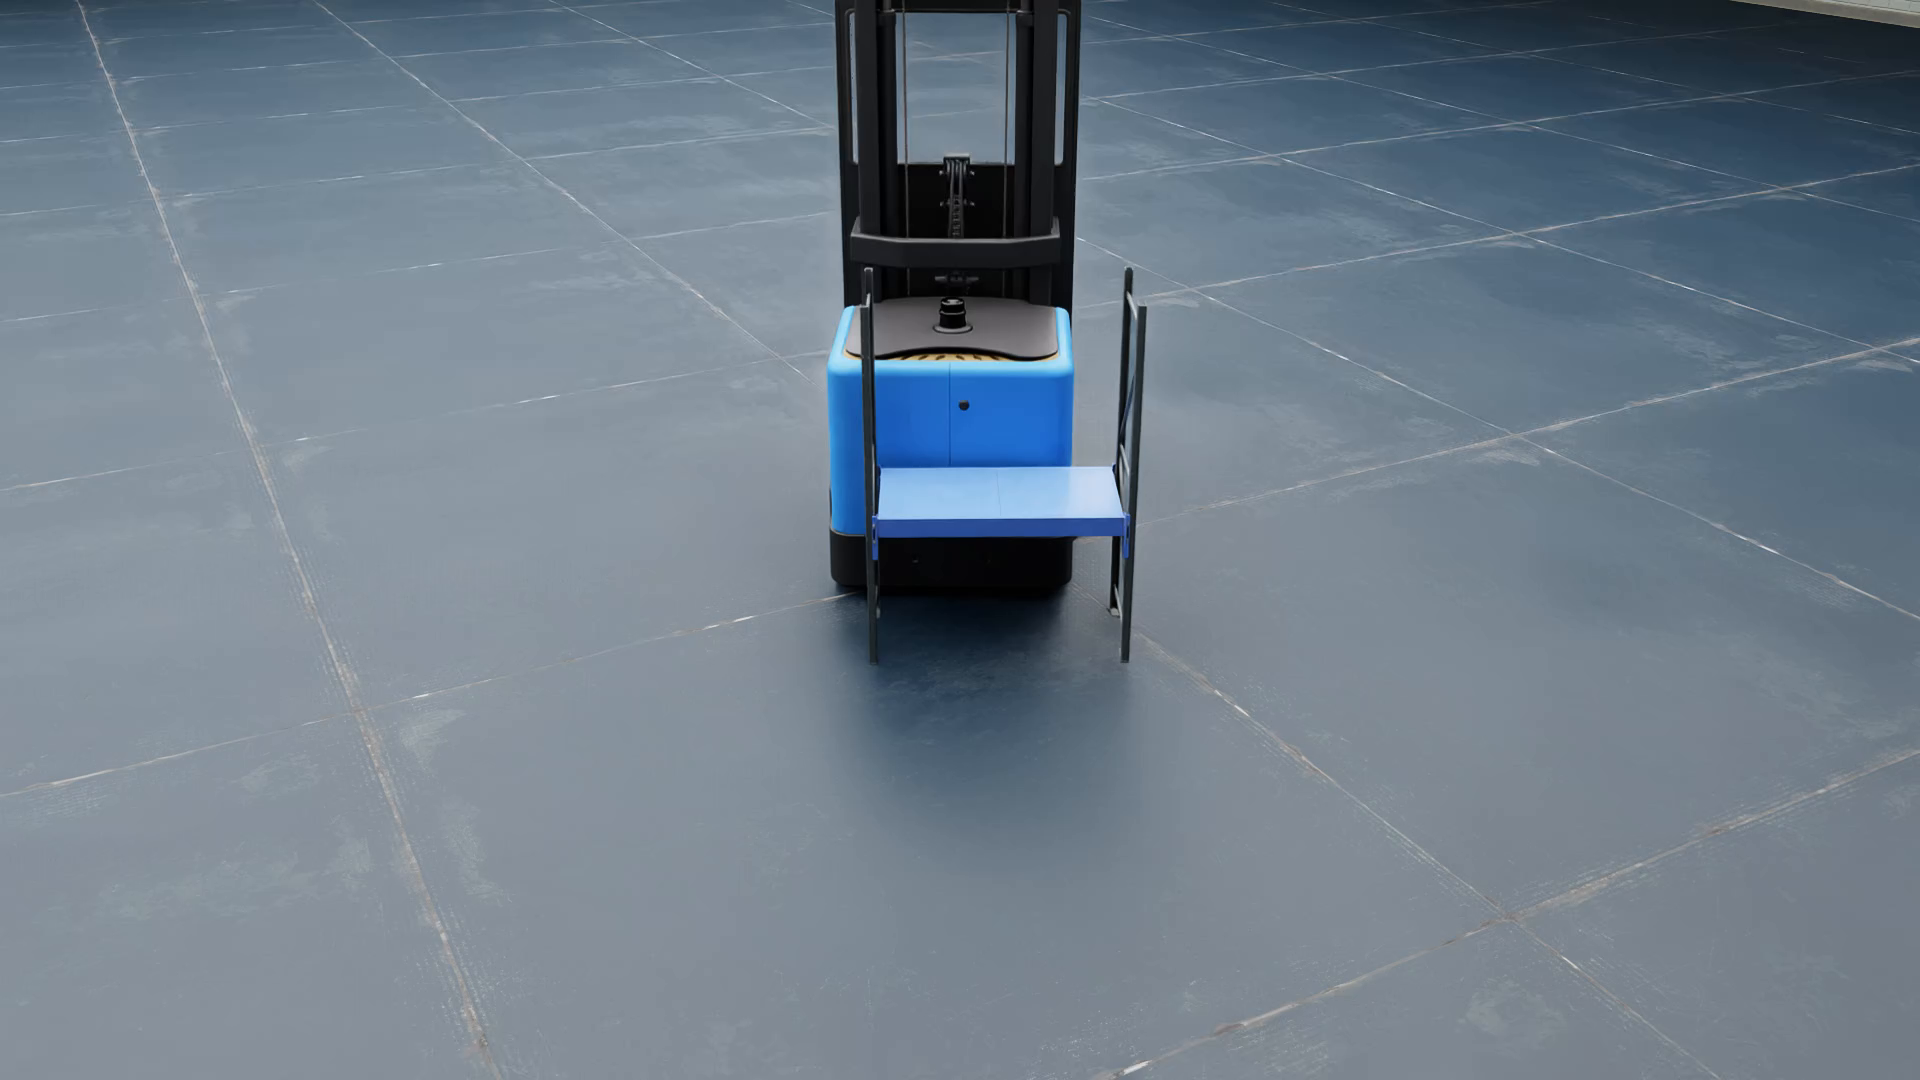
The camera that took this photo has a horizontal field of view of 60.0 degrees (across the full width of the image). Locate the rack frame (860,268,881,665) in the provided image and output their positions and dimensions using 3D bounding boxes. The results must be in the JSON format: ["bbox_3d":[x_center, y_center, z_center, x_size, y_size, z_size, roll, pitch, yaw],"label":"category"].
[{"bbox_3d":[-0.353,-0.279,6.598,0.032,1.500,0.500,0,26,-1],"label":"rack frame"}]

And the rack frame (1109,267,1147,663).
[{"bbox_3d":[0.663,-0.286,6.613,0.032,1.500,0.500,0,26,-1],"label":"rack frame"}]

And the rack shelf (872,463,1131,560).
[{"bbox_3d":[0.155,-0.121,6.684,1.000,0.185,0.538,0,26,-1],"label":"rack shelf"}]

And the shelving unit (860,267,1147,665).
[{"bbox_3d":[0.155,-0.283,6.606,1.048,1.500,0.538,0,26,-1],"label":"shelving unit"}]

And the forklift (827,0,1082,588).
[{"bbox_3d":[-0.002,-1.710,7.925,1.130,2.935,3.031,1,26,1],"label":"forklift"}]
